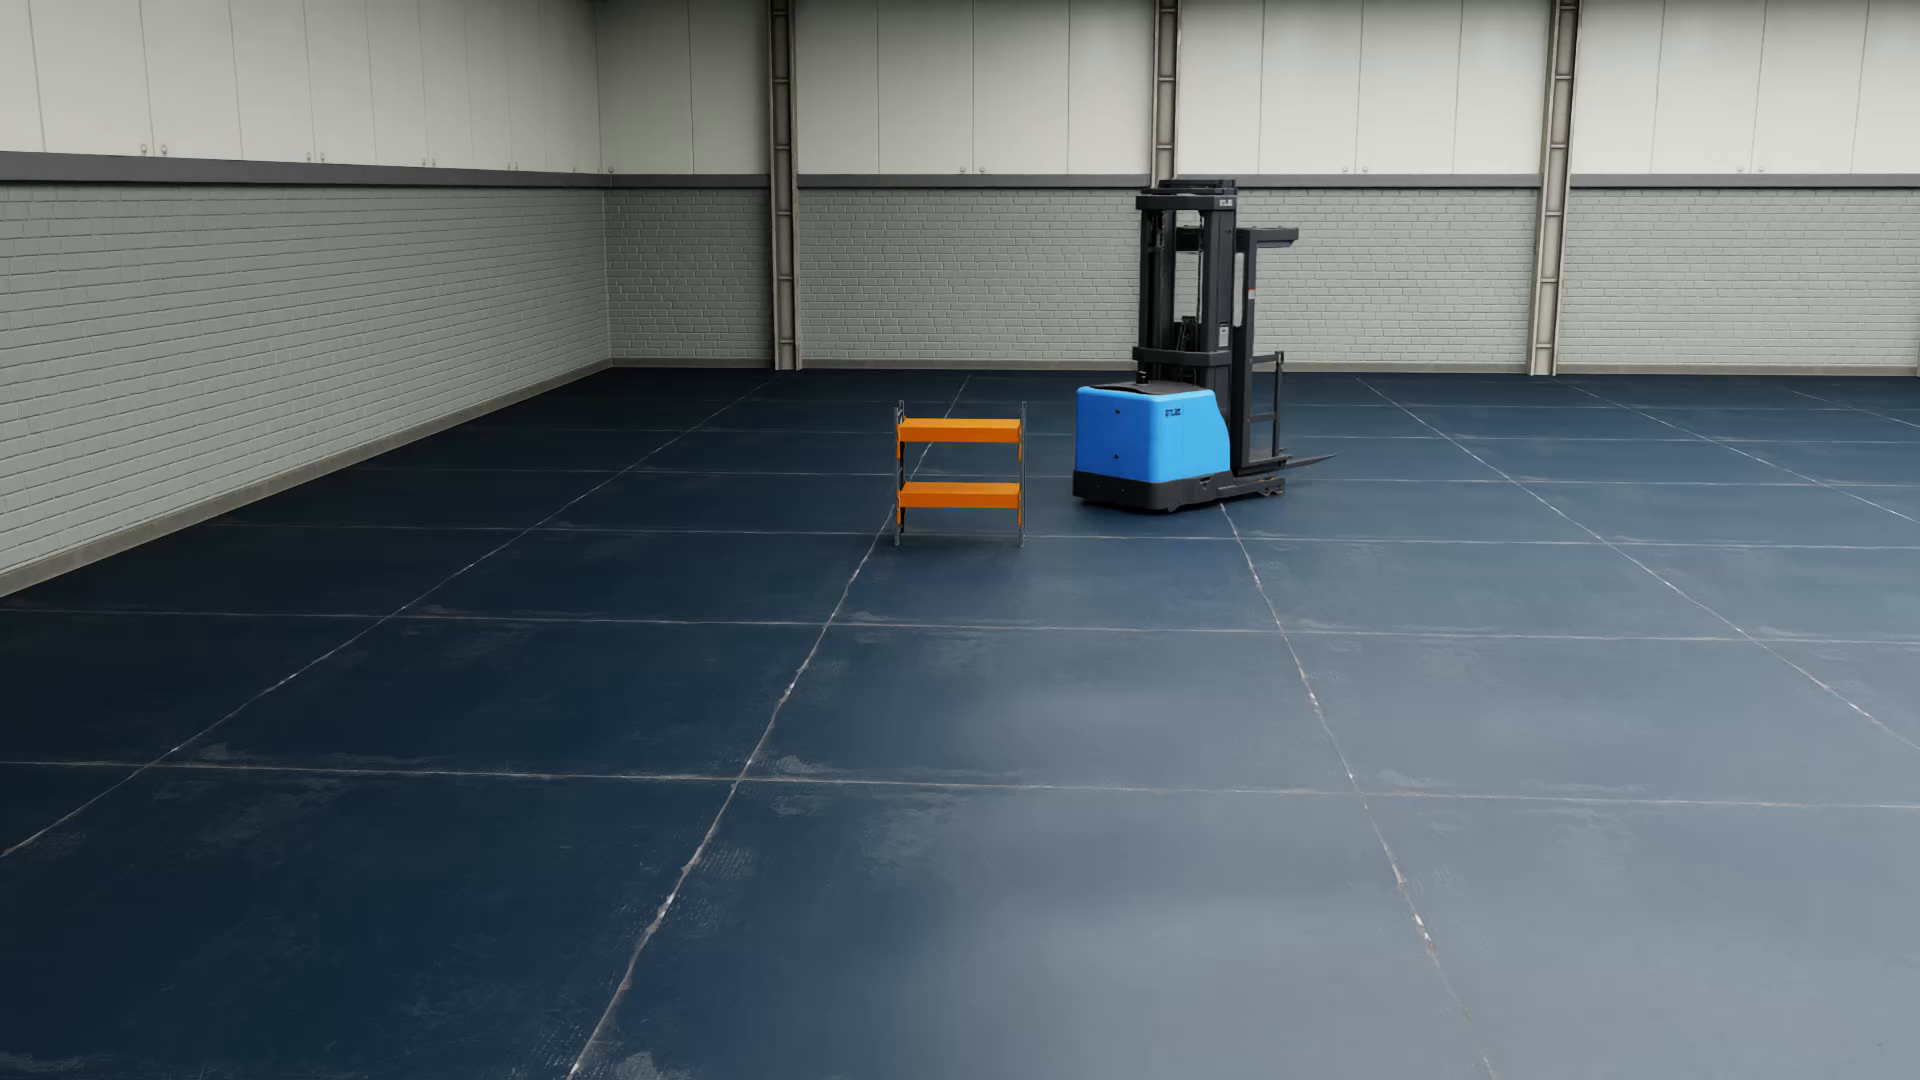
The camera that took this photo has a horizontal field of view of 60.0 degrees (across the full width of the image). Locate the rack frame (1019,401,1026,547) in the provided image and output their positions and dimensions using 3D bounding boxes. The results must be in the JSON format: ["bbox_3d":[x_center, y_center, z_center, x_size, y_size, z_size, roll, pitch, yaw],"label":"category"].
[{"bbox_3d":[0.514,-0.544,13.619,0.032,1.125,0.500,1,12,4],"label":"rack frame"}]

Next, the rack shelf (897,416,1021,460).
[{"bbox_3d":[0.007,-0.837,13.593,1.000,0.278,0.538,1,12,4],"label":"rack shelf"}]

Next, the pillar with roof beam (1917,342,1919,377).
[{"bbox_3d":[14.879,-6.065,20.782,0.400,9.000,9.100,1,12,4],"label":"pillar with roof beam"}]

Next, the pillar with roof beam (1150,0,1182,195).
[{"bbox_3d":[2.906,-6.229,21.567,0.400,9.000,9.100,1,12,4],"label":"pillar with roof beam"}]

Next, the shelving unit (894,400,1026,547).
[{"bbox_3d":[0.007,-0.550,13.652,1.048,1.125,0.538,1,12,4],"label":"shelving unit"}]

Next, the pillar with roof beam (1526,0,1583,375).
[{"bbox_3d":[8.893,-6.147,21.175,0.400,9.000,9.100,1,12,4],"label":"pillar with roof beam"}]

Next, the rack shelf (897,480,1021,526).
[{"bbox_3d":[0.007,-0.311,13.703,1.000,0.278,0.538,1,12,4],"label":"rack shelf"}]

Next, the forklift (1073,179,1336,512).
[{"bbox_3d":[2.467,-1.913,15.754,3.031,2.935,1.130,-11,16,-42],"label":"forklift"}]

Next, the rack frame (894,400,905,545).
[{"bbox_3d":[-0.500,-0.557,13.686,0.032,1.125,0.500,1,12,4],"label":"rack frame"}]

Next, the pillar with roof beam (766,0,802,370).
[{"bbox_3d":[-3.081,-6.311,21.959,0.400,9.000,9.100,1,12,4],"label":"pillar with roof beam"}]
